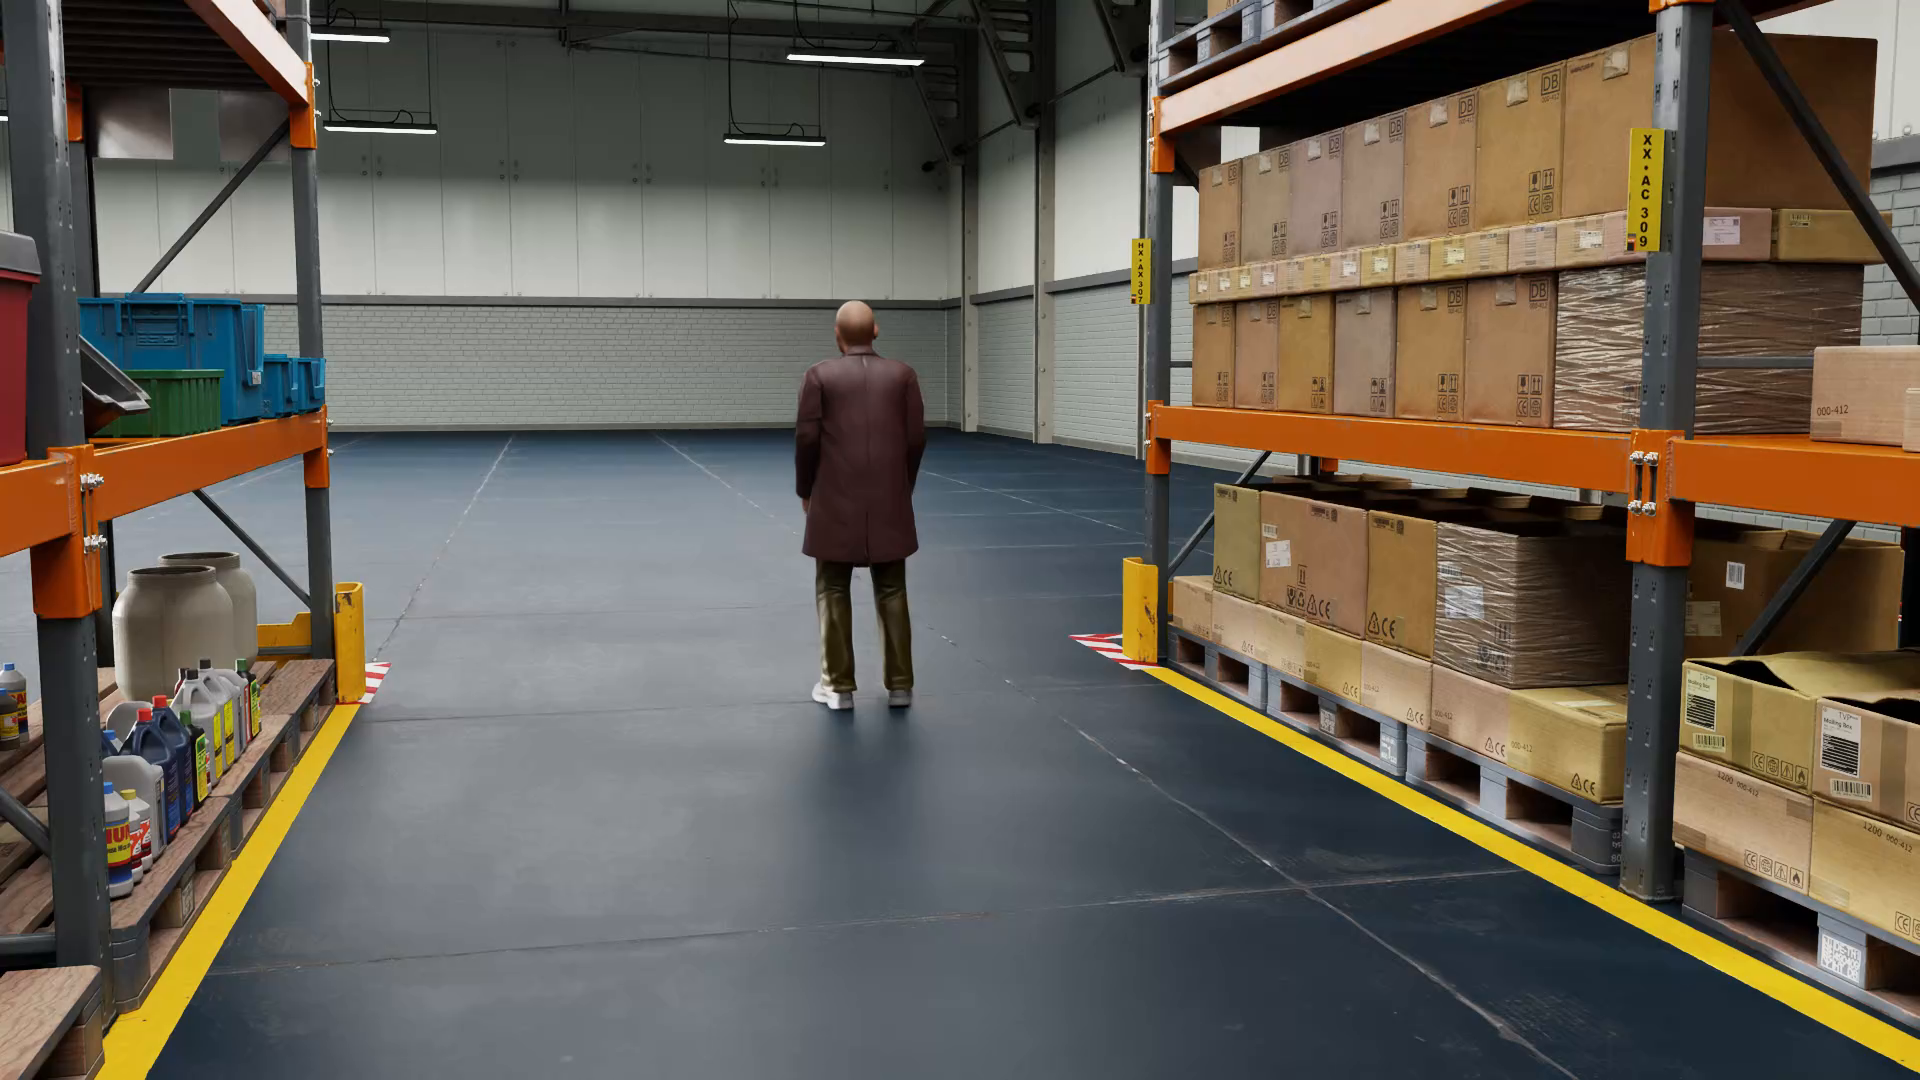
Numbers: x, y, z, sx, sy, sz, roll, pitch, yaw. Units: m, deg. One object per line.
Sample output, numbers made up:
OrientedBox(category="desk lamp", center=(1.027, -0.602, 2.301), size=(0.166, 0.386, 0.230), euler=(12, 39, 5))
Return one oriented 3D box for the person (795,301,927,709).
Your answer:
OrientedBox(category="person", center=(-0.446, -0.155, 7.337), size=(0.583, 1.780, 0.424), euler=(-2, 6, -15))
